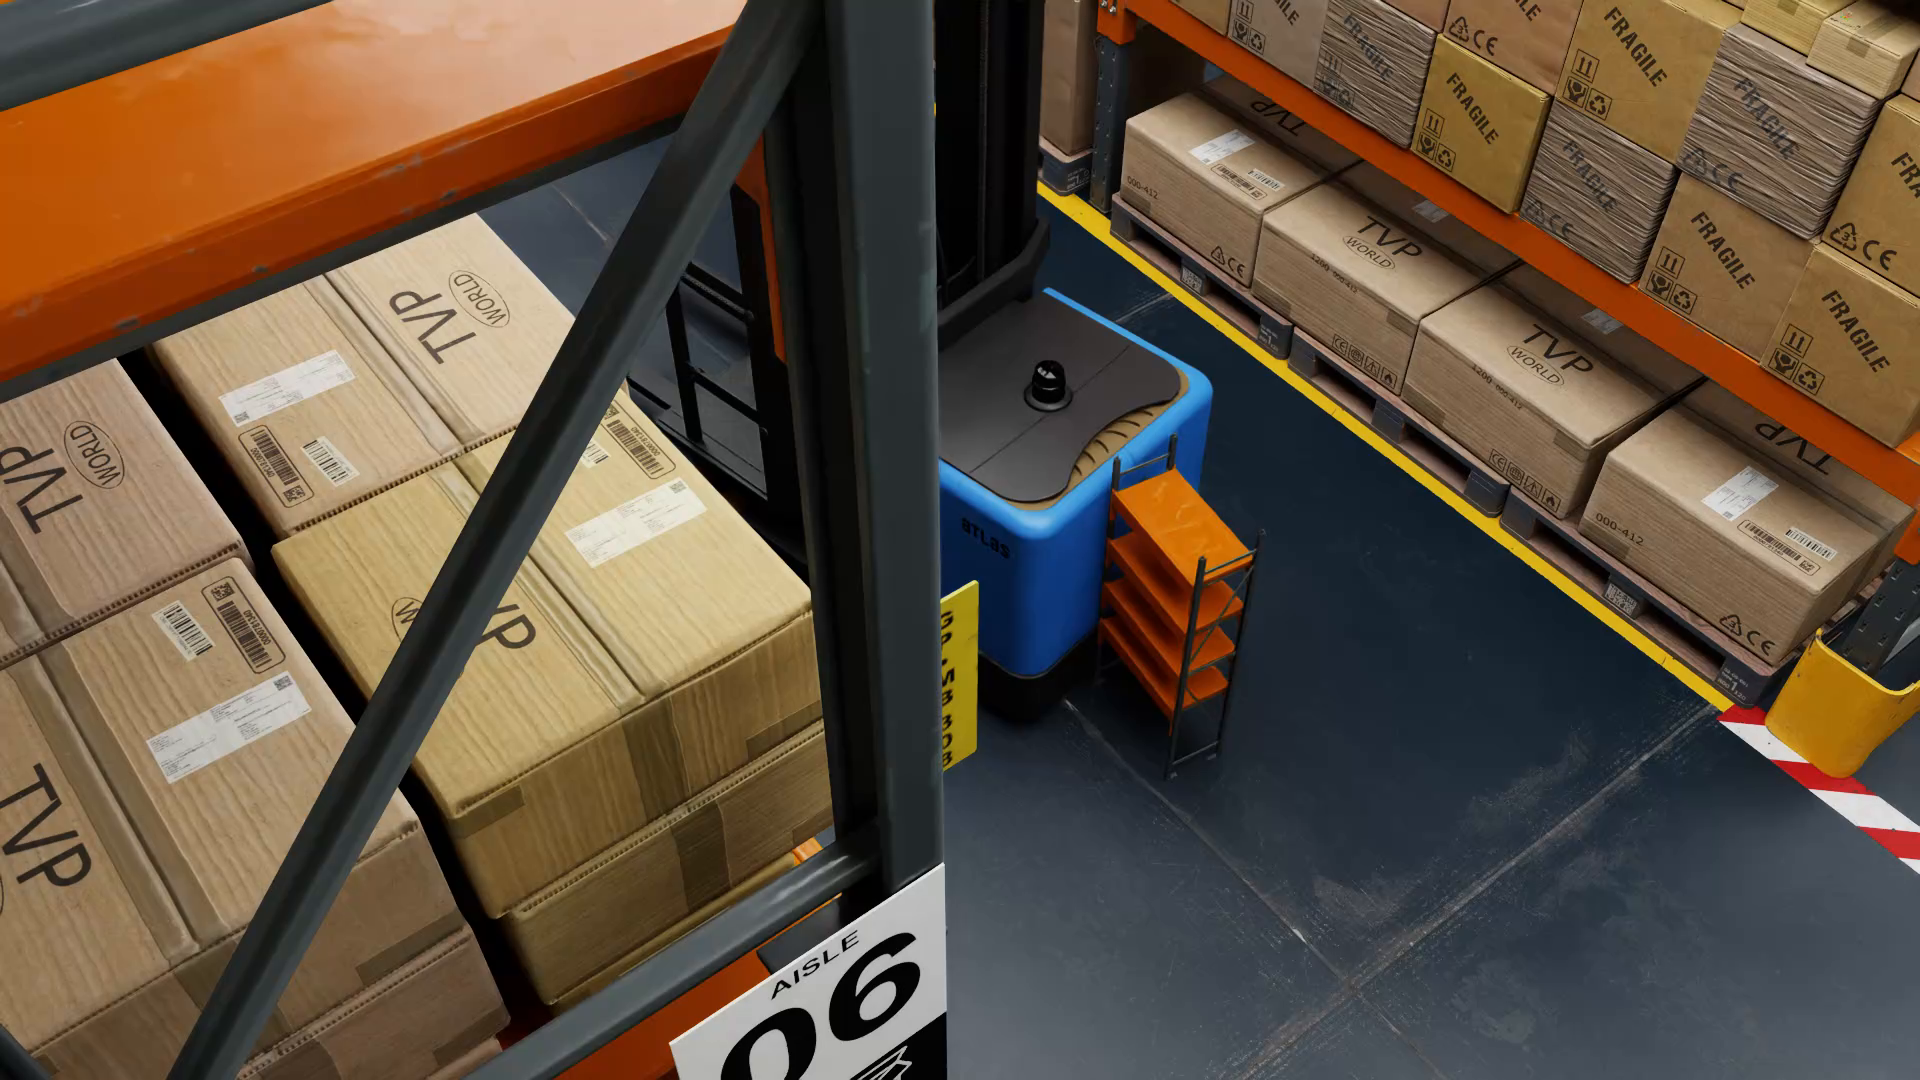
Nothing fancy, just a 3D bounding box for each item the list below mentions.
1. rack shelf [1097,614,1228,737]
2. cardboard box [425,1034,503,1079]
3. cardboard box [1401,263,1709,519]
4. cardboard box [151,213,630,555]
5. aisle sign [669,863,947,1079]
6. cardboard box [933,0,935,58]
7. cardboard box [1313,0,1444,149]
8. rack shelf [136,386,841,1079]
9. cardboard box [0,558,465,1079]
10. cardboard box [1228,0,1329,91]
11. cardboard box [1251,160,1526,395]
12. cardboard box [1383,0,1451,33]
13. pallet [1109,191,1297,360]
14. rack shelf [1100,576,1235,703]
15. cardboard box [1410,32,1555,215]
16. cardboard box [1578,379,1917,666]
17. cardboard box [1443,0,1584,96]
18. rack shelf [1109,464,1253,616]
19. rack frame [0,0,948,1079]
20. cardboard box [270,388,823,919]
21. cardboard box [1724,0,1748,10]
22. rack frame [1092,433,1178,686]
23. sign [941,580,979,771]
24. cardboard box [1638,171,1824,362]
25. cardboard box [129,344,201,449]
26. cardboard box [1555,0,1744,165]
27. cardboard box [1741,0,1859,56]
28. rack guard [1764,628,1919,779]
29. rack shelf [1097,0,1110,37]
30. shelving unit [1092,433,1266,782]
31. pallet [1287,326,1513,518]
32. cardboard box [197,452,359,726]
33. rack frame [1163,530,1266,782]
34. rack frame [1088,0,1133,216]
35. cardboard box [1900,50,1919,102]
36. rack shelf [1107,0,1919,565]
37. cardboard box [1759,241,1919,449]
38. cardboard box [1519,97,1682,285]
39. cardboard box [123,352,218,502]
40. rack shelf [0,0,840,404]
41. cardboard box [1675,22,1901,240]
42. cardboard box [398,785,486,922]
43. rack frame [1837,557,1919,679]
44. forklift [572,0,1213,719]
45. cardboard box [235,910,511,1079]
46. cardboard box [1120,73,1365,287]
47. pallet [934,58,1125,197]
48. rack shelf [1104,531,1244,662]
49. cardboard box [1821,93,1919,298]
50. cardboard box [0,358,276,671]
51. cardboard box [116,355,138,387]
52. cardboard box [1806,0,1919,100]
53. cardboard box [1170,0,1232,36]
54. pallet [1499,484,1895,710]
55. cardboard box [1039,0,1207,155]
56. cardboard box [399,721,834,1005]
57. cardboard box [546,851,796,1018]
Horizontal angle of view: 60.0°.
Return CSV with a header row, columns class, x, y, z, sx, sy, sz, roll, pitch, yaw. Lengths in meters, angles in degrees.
class,x,y,z,sx,sy,sz,roll,pitch,yaw
rack shelf,0.722,0.437,5.901,0.258,0.148,0.480,-22,52,-19
cardboard box,-0.830,0.713,2.223,0.380,0.149,0.250,-28,54,-23
cardboard box,2.456,-0.669,6.776,0.875,0.438,0.875,-28,54,-23
cardboard box,-0.814,-0.187,2.432,0.500,0.250,0.500,-30,54,-24
aisle sign,-0.177,0.756,2.284,0.394,0.787,0.004,-29,54,-24
cardboard box,0.082,-3.153,8.733,0.875,0.875,0.875,-28,54,-23
cardboard box,1.747,-1.911,6.389,0.500,0.500,0.500,-29,54,-24
rack shelf,-1.663,-0.224,3.388,1.077,0.370,4.000,-29,54,-24
cardboard box,-0.943,0.359,1.937,0.500,0.250,0.500,-31,55,-25
cardboard box,1.451,-2.207,6.658,0.500,0.500,0.500,-29,54,-24
cardboard box,1.911,-1.201,7.259,0.875,0.438,0.875,-31,55,-25
cardboard box,1.772,-2.239,6.011,0.500,0.500,0.500,-28,54,-23
pallet,1.472,-1.446,7.918,1.003,0.211,1.213,-29,54,-24
rack shelf,0.722,0.304,5.754,0.258,0.148,0.480,-22,52,-19
cardboard box,2.059,-1.607,6.114,0.500,0.500,0.500,-28,54,-23
cardboard box,3.017,-0.133,6.291,0.875,0.438,0.875,-31,55,-25
cardboard box,2.075,-1.940,5.741,0.500,0.500,0.500,-30,54,-24
rack shelf,0.722,-0.005,5.413,0.258,0.148,0.480,-22,52,-19
rack frame,-0.452,-0.294,0.942,1.000,3.000,0.127,-29,54,-24
cardboard box,-0.521,0.122,2.152,0.500,0.250,0.500,-30,54,-24
cardboard box,2.502,-1.823,5.197,0.380,0.149,0.250,-30,54,-24
rack frame,0.605,0.100,5.848,0.240,1.200,0.015,-22,52,-19
sign,-0.020,0.176,1.950,0.100,0.325,0.005,-29,54,-24
cardboard box,2.702,-1.010,5.572,0.500,0.500,0.500,-30,55,-25
cardboard box,-1.129,-0.477,2.695,0.500,0.250,0.500,-30,55,-25
cardboard box,2.378,-1.643,5.471,0.500,0.500,0.500,-30,54,-24
cardboard box,2.604,-1.637,5.028,0.380,0.149,0.250,-28,54,-23
rack guard,3.511,0.346,6.098,1.175,0.500,0.348,-29,54,-24
rack shelf,-0.137,-3.804,8.659,1.077,0.370,4.000,-29,54,-24
shelving unit,0.722,0.259,5.704,0.258,1.200,0.503,-22,52,-19
pallet,2.215,-0.727,7.265,1.003,0.211,1.213,-29,54,-24
cardboard box,-0.827,-0.011,2.610,0.500,0.250,0.500,-28,54,-23
rack frame,0.839,0.418,5.560,0.240,1.200,0.015,-22,52,-19
rack frame,1.074,-2.867,7.323,1.000,3.000,0.127,-29,54,-24
cardboard box,2.947,-1.356,4.773,0.380,0.149,0.250,-28,54,-23
rack shelf,2.285,-1.446,6.520,1.077,0.370,4.000,-29,54,-24
cardboard box,2.993,-0.707,5.298,0.500,0.500,0.500,-29,54,-24
cardboard box,2.382,-1.309,5.843,0.500,0.500,0.500,-28,54,-23
cardboard box,-1.127,-0.318,2.888,0.500,0.250,0.500,-31,55,-25
rack shelf,-1.663,-1.231,2.278,1.077,0.370,4.000,-29,54,-24
cardboard box,2.675,-1.350,5.206,0.500,0.500,0.500,-29,54,-24
cardboard box,-0.640,0.363,2.540,0.380,0.149,0.250,-28,54,-23
rack frame,3.496,-0.508,5.185,1.000,3.000,0.127,-29,54,-24
forklift,-0.529,-1.290,5.940,3.031,2.935,1.130,34,56,27
cardboard box,-0.938,0.524,2.125,0.500,0.250,0.500,-30,55,-25
cardboard box,1.369,-1.729,7.737,0.875,0.438,0.875,-30,54,-24
pallet,0.547,-2.351,8.738,1.003,0.211,1.213,-29,54,-24
rack shelf,0.722,0.154,5.588,0.258,0.148,0.480,-22,52,-19
cardboard box,3.015,-1.055,4.938,0.500,0.500,0.500,-28,54,-23
cardboard box,-1.258,0.052,2.215,0.500,0.250,0.500,-31,55,-25
cardboard box,-1.459,-0.613,3.156,0.500,0.250,0.500,-30,55,-25
cardboard box,2.723,-1.470,4.877,0.380,0.149,0.250,-30,54,-24
cardboard box,1.150,-2.506,6.929,0.500,0.500,0.500,-28,54,-23
pallet,2.950,-0.008,6.613,1.003,0.211,1.213,-29,54,-24
cardboard box,0.635,-2.624,8.253,0.875,0.875,0.875,-28,54,-23
cardboard box,-0.503,0.280,2.347,0.500,0.250,0.500,-30,54,-24
cardboard box,-0.460,0.505,2.411,0.380,0.149,0.250,-28,54,-23
